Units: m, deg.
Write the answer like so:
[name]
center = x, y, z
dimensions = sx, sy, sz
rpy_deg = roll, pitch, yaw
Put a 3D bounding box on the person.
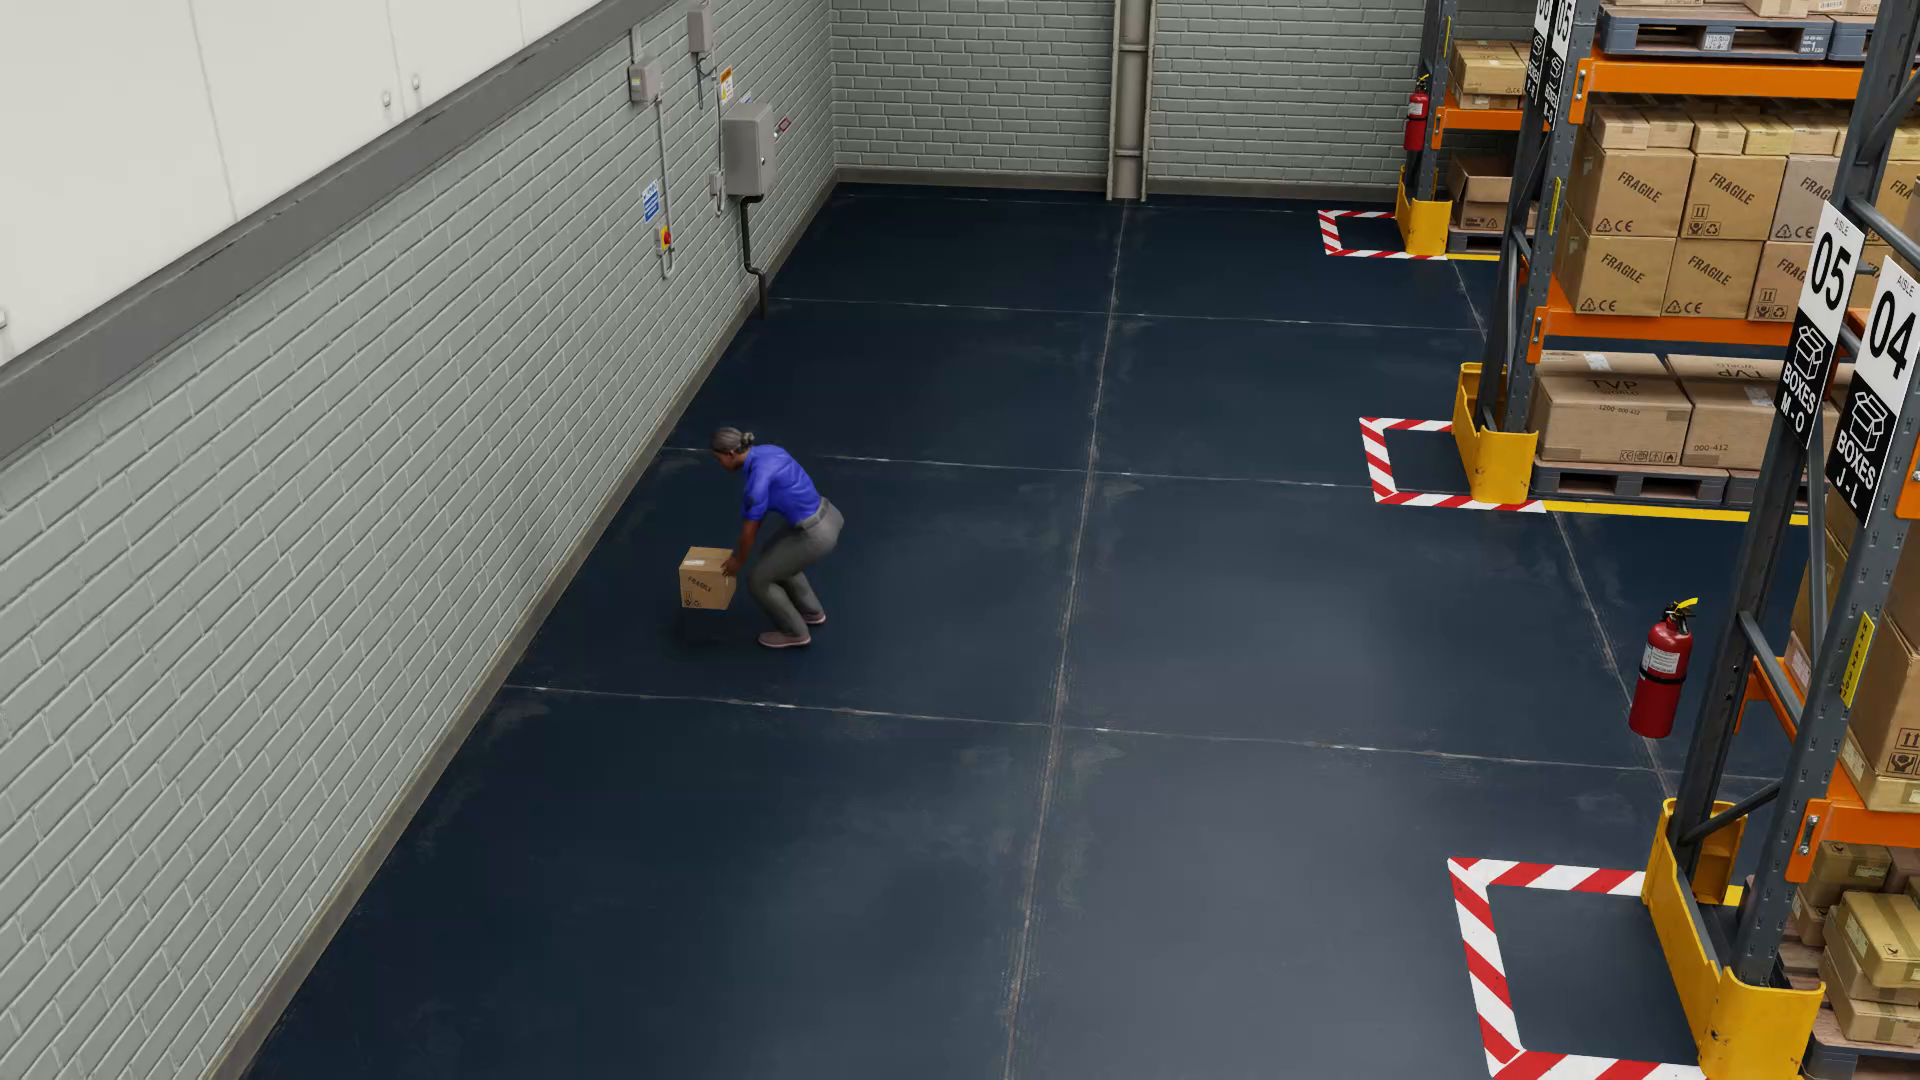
[person]
center = -0.988, -0.021, 9.072
dimensions = 0.682, 1.280, 0.498
rpy_deg = 3, 29, 6
